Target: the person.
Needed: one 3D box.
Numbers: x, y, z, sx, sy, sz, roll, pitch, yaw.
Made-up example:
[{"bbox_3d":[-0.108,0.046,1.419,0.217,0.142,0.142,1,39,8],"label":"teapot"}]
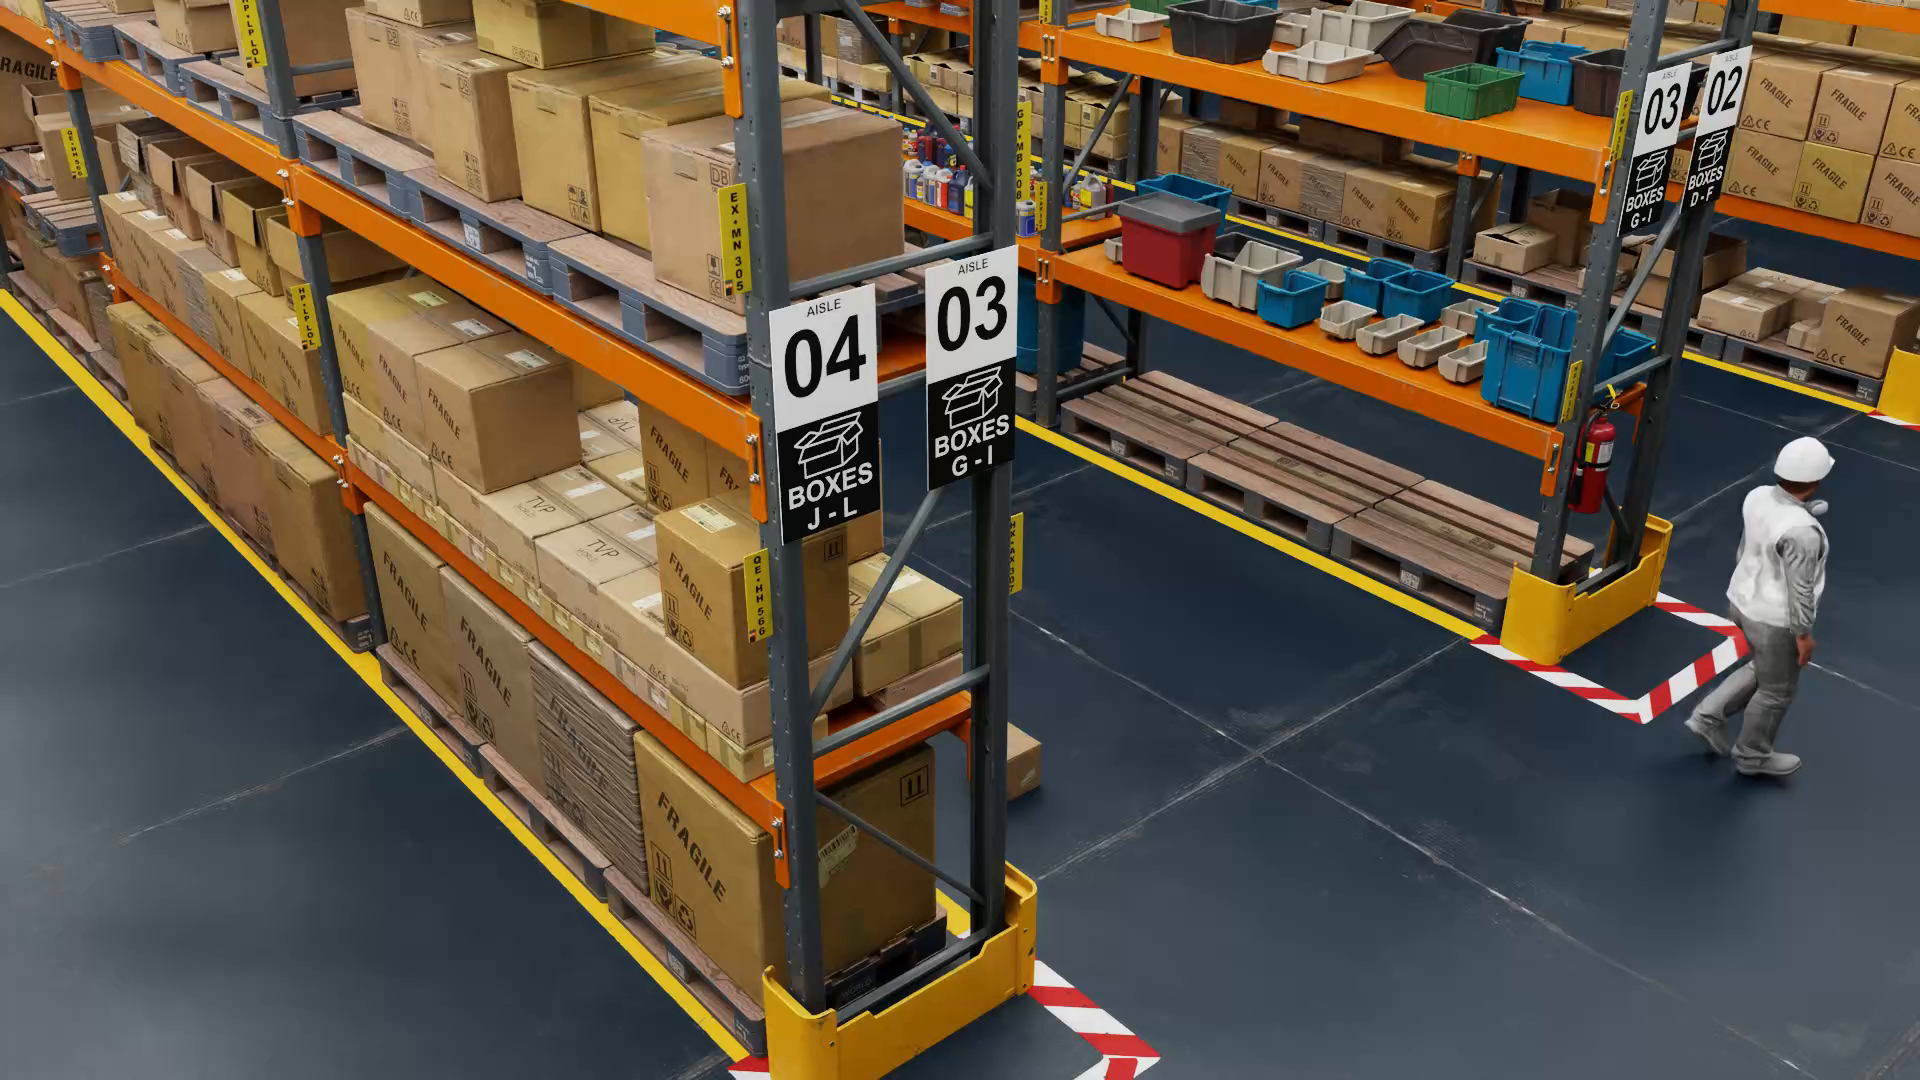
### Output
[{"bbox_3d":[3.902,0.334,7.931,0.525,1.783,0.553,1,28,2],"label":"person"}]
